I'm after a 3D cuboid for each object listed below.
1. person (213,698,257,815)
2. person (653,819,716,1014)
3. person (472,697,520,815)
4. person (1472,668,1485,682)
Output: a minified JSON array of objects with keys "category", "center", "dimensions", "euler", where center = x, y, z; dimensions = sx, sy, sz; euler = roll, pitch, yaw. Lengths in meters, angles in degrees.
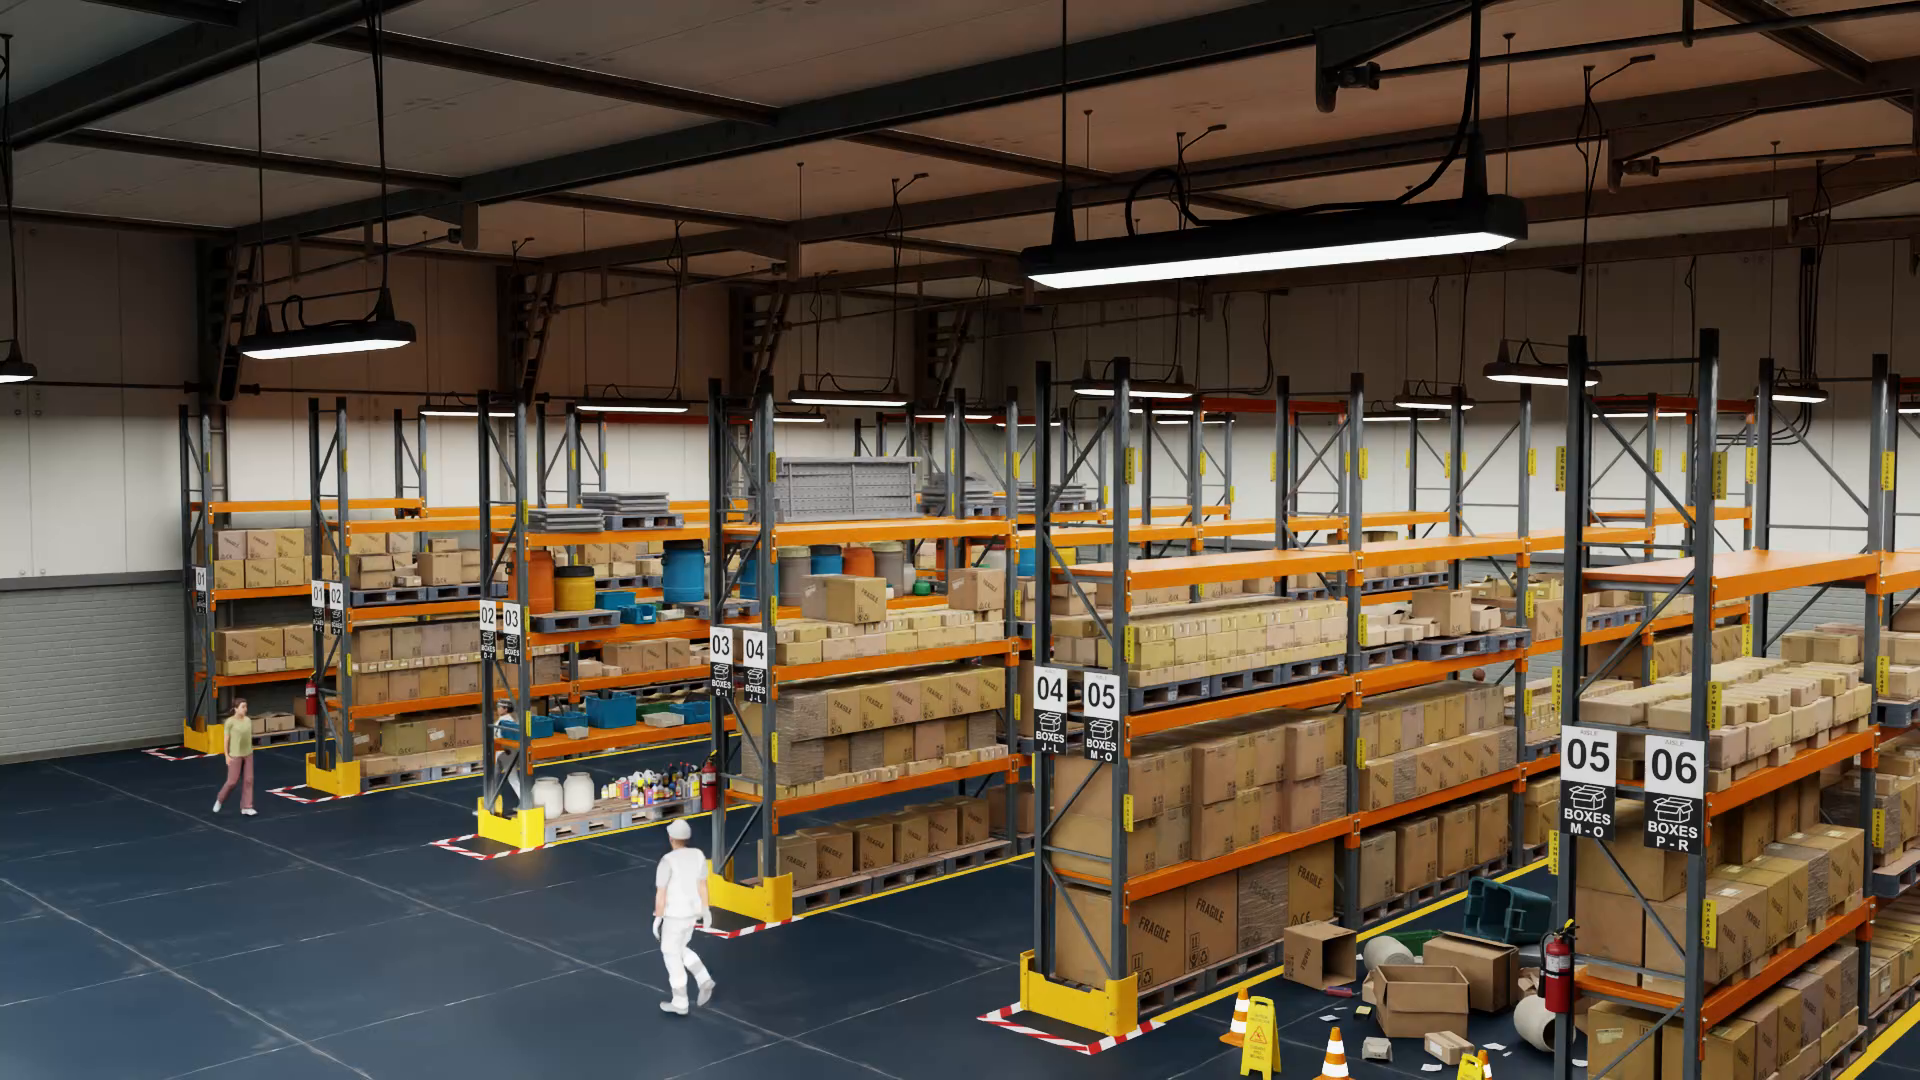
[{"category":"person","center":[-10.301,3.078,23.694],"dimensions":[0.638,1.665,0.487],"euler":[2,3,29]},{"category":"person","center":[-2.536,3.446,15.243],"dimensions":[0.511,1.784,0.540],"euler":[1,3,25]},{"category":"person","center":[-6.547,3.076,23.744],"dimensions":[0.823,1.667,0.510],"euler":[-2,3,-30]},{"category":"person","center":[8.525,2.918,27.525],"dimensions":[0.441,1.597,0.436],"euler":[-1,3,-17]}]
